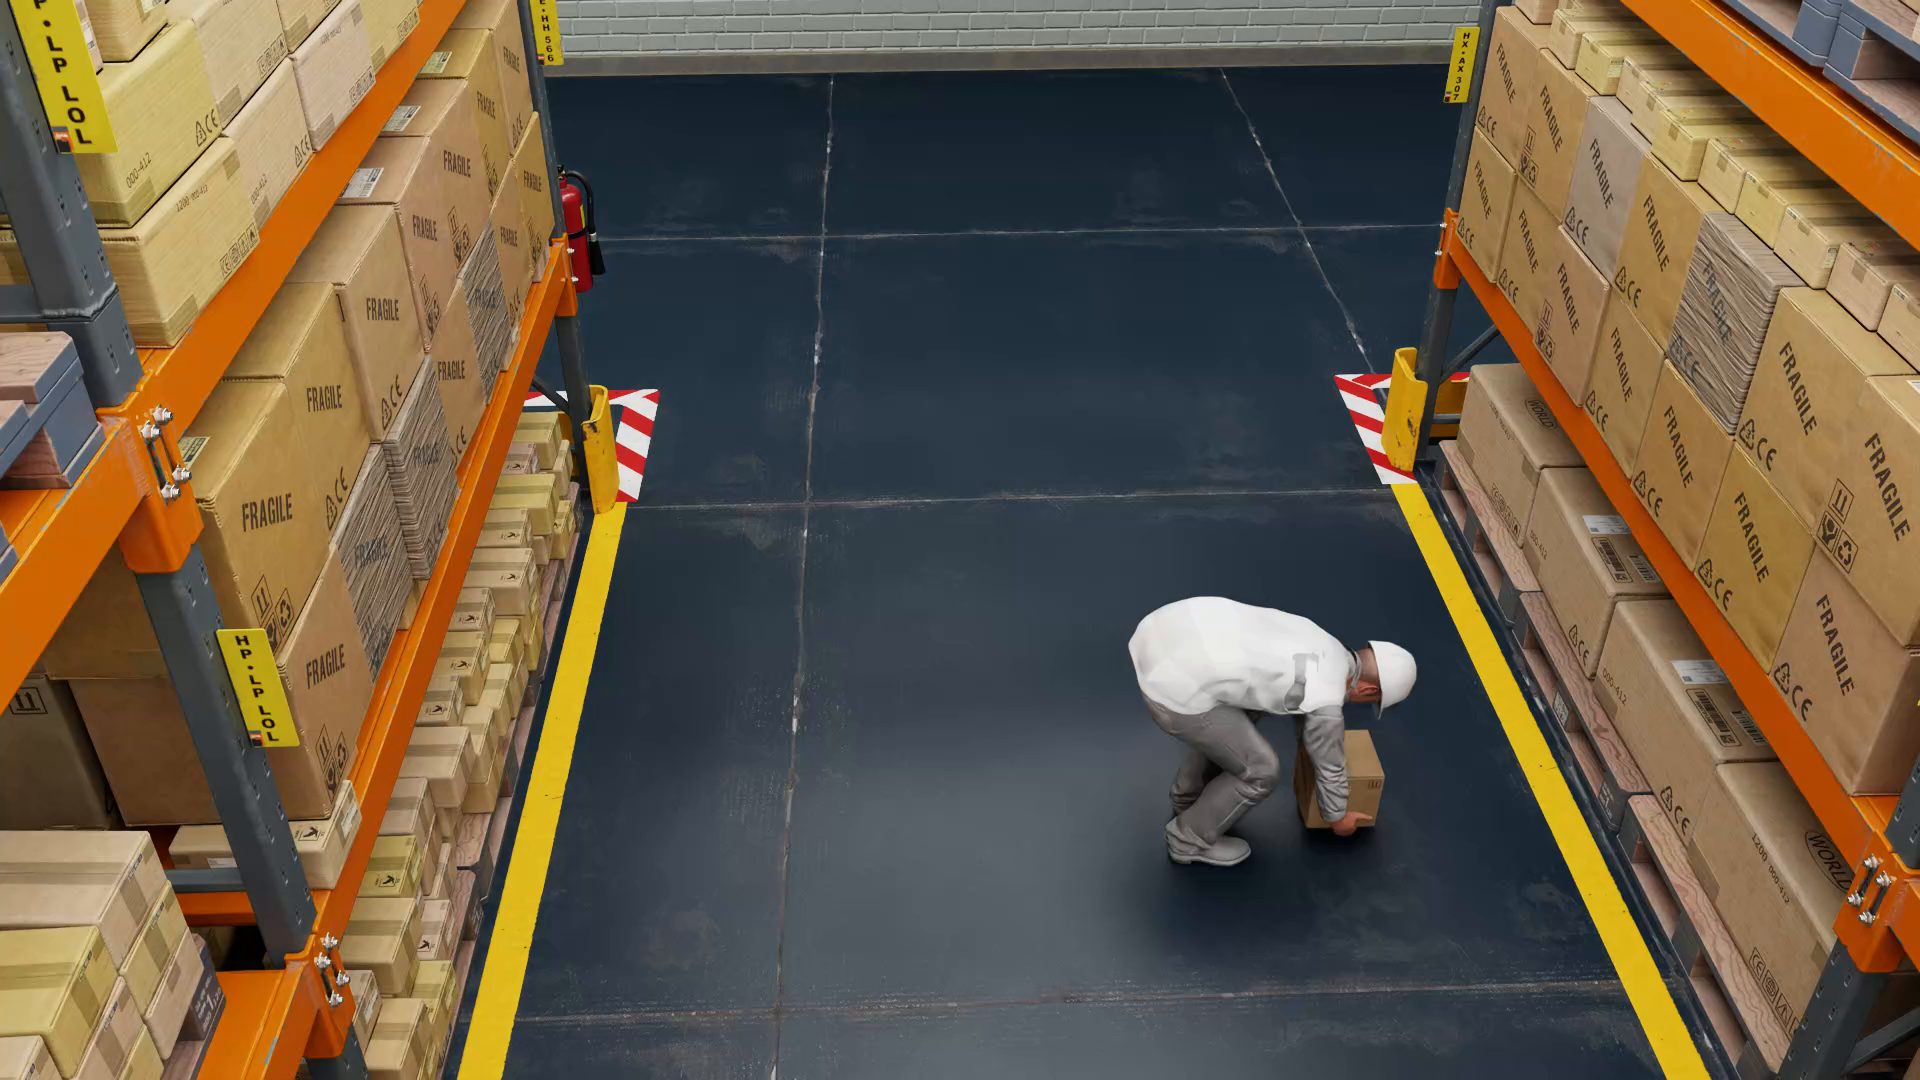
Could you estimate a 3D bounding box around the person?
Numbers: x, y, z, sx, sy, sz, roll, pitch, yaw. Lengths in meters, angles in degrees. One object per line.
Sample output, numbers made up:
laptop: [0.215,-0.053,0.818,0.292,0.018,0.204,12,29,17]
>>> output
person: [1.087,0.645,5.862,0.998,1.014,0.489,-3,35,-4]
